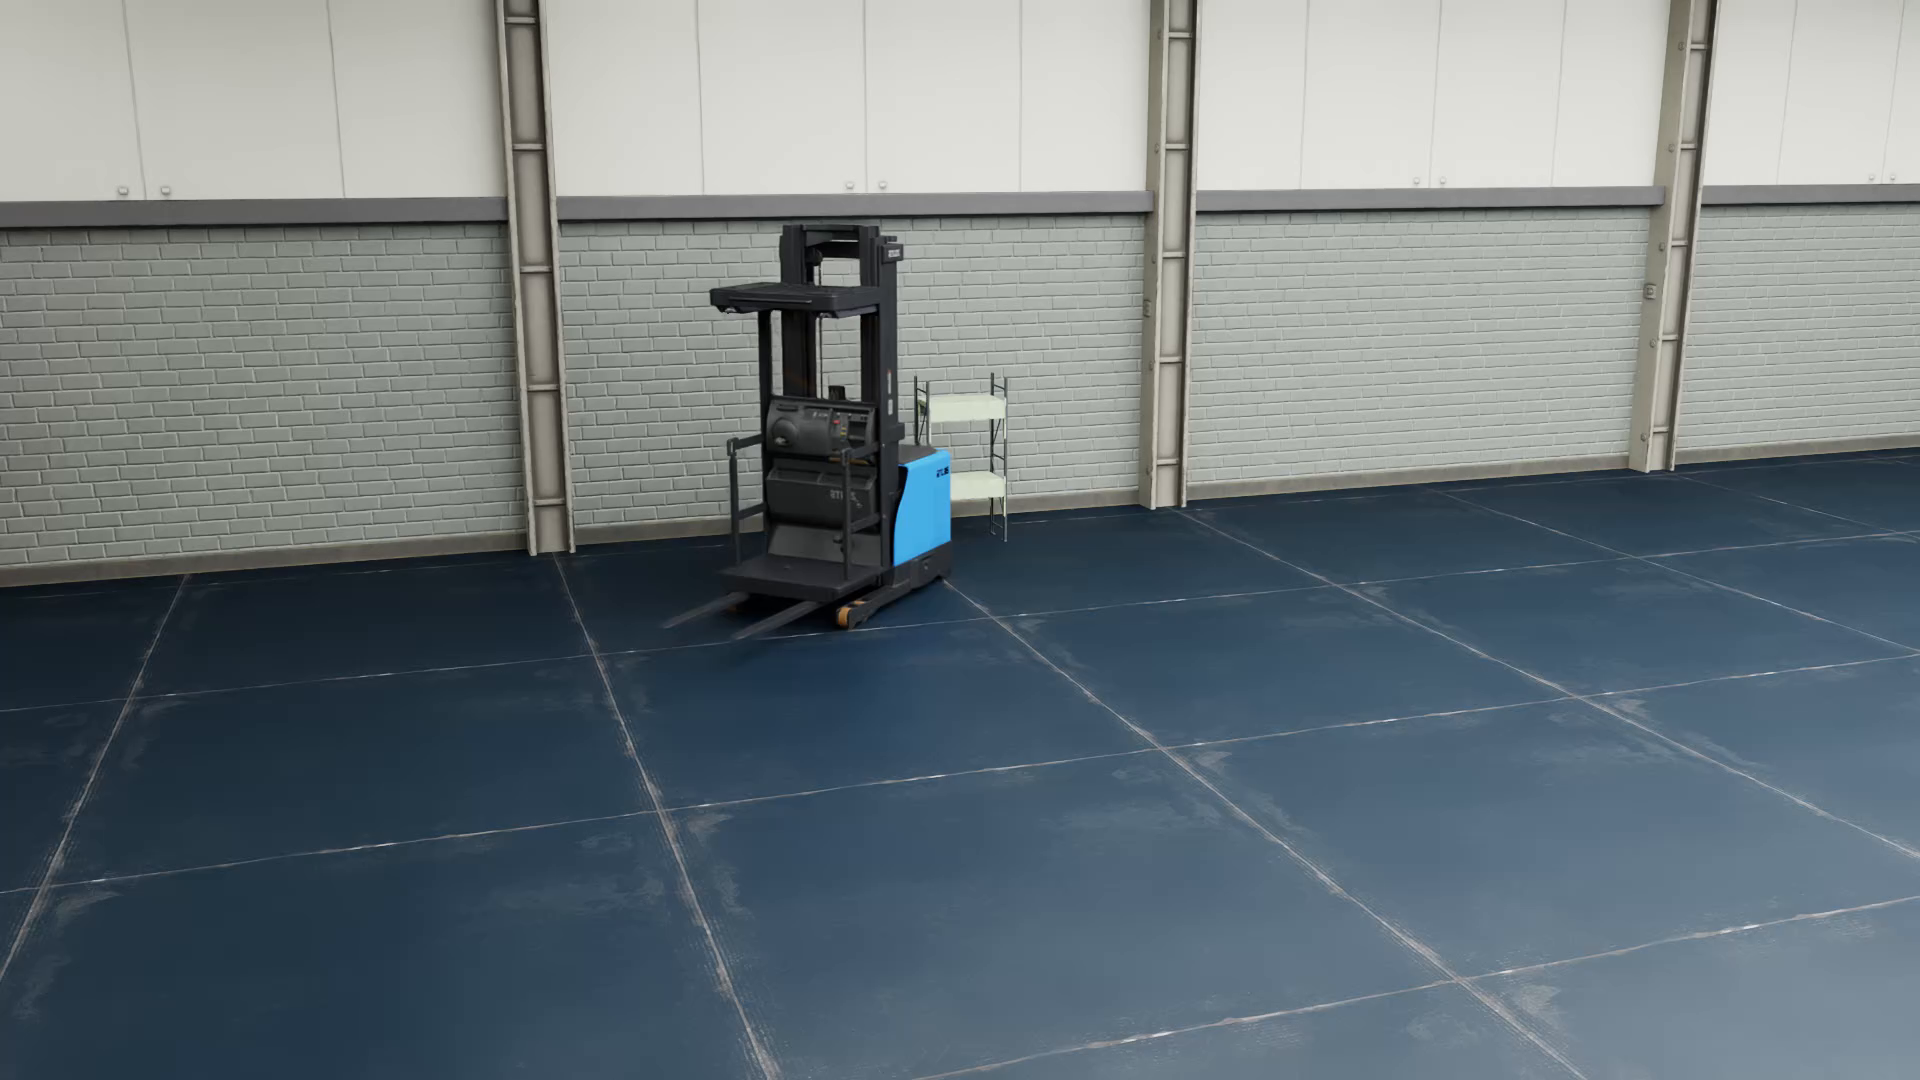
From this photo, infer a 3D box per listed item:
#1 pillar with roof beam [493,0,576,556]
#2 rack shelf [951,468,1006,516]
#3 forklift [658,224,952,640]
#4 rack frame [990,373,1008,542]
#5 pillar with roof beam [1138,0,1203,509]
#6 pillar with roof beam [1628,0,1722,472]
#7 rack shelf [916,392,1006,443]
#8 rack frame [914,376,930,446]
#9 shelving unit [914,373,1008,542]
[{"bbox_3d":[-2.281,-3.344,9.861,0.400,9.000,9.100,-4,14,-18],"label":"pillar with roof beam"},{"bbox_3d":[0.006,-0.413,15.154,0.720,0.370,0.431,-4,14,-18],"label":"rack shelf"},{"bbox_3d":[-1.165,-0.876,12.598,1.130,2.935,3.031,6,15,25],"label":"forklift"},{"bbox_3d":[0.353,-0.757,15.192,0.023,1.500,0.400,-4,14,-18],"label":"rack frame"},{"bbox_3d":[3.406,-3.787,11.723,0.400,9.000,9.100,-4,14,-18],"label":"pillar with roof beam"},{"bbox_3d":[9.092,-4.229,13.585,0.400,9.000,9.100,-4,14,-18],"label":"pillar with roof beam"},{"bbox_3d":[0.006,-1.110,14.988,0.720,0.370,0.431,-4,14,-18],"label":"rack shelf"},{"bbox_3d":[-0.341,-0.703,14.965,0.023,1.500,0.400,-4,14,-18],"label":"rack frame"},{"bbox_3d":[0.006,-0.730,15.079,0.755,1.500,0.431,-4,14,-18],"label":"shelving unit"}]
